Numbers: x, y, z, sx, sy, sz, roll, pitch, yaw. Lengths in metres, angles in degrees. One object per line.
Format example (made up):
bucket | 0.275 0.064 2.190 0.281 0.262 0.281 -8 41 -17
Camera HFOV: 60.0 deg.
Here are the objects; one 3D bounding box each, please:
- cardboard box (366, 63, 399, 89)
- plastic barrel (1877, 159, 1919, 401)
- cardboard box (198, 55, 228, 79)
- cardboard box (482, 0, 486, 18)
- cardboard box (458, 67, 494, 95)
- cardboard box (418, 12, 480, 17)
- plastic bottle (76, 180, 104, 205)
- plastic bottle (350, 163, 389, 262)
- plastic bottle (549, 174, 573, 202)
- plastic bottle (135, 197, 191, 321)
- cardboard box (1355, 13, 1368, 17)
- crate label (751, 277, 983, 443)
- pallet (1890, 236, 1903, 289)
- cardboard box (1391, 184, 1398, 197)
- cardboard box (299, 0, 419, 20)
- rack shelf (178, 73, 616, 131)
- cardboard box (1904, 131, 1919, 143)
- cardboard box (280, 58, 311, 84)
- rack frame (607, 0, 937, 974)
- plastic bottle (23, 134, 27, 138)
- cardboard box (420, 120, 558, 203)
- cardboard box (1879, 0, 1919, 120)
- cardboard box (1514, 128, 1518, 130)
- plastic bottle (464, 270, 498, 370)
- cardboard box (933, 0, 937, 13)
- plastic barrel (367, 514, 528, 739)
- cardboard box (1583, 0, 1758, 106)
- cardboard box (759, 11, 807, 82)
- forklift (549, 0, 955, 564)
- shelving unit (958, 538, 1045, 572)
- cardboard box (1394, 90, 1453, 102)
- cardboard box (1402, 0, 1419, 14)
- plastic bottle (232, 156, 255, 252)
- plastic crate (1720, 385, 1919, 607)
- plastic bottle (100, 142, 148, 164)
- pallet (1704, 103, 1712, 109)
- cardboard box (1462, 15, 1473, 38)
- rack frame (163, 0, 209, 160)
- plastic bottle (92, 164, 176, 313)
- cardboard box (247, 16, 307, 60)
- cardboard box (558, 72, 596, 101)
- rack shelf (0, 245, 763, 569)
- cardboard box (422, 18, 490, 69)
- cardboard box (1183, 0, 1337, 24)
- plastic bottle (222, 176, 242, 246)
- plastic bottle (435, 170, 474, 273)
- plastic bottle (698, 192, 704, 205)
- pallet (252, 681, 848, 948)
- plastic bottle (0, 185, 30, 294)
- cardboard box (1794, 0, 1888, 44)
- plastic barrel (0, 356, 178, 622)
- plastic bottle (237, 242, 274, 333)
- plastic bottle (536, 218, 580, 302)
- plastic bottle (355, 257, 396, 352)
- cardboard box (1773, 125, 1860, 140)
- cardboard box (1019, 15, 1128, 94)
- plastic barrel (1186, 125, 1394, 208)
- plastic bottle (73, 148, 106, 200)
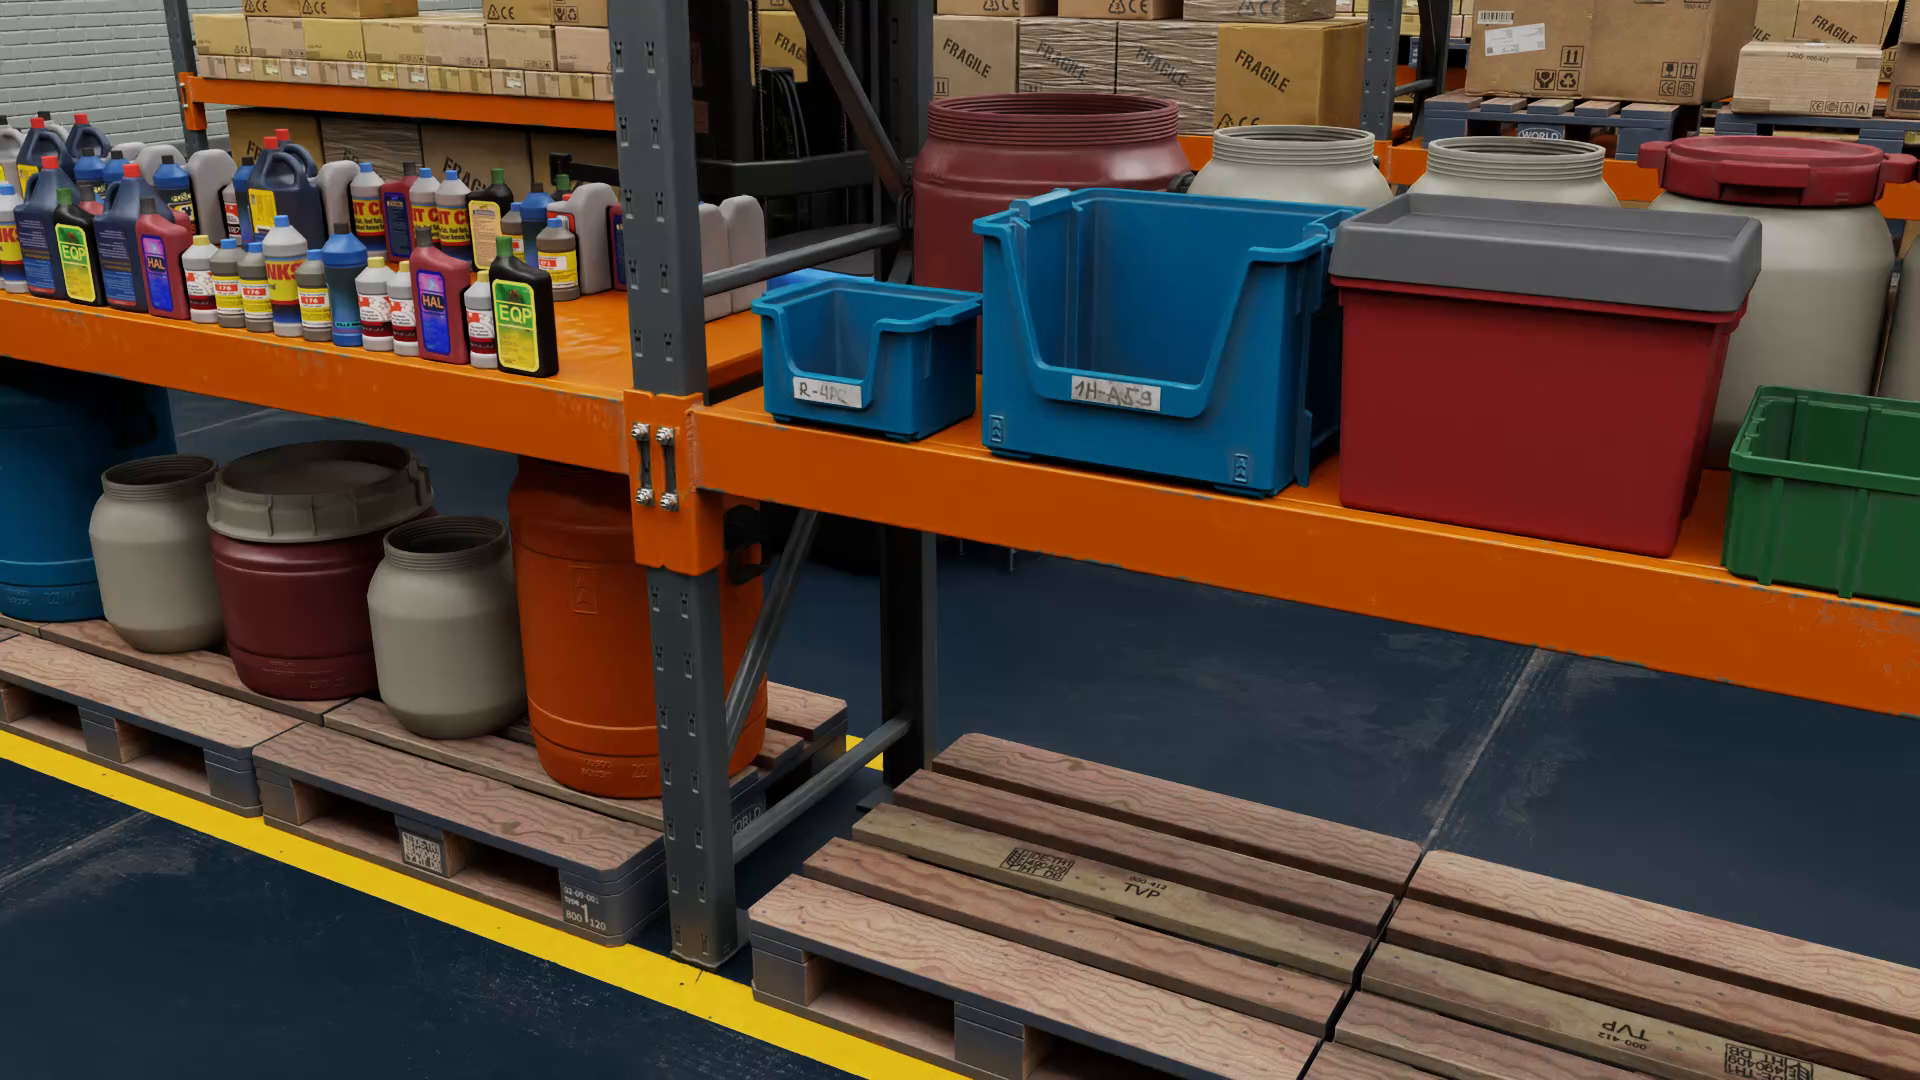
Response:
cardboard box | -3.431 -2.878 10.268 0.250 0.149 0.380 10 22 26
plastic barrel | 1.768 -0.349 2.728 0.433 0.535 0.433 0 20 0
cardboard box | -4.775 -3.133 10.972 0.250 0.149 0.380 11 23 28
cardboard box | -2.608 -3.490 10.272 0.500 0.500 0.500 10 22 26
cardboard box | -2.756 -2.749 9.914 0.250 0.149 0.380 11 23 28
cardboard box | -3.484 -3.307 10.867 0.500 0.250 0.500 10 22 25
plastic bottle | -2.290 -0.808 4.384 0.097 0.271 0.097 0 20 0
plastic bottle | -1.671 -0.931 4.721 0.097 0.271 0.097 0 20 0
plastic bottle | -1.074 -0.830 4.425 0.133 0.283 0.061 11 23 27
plastic bottle | -1.914 -0.679 4.010 0.133 0.283 0.061 11 23 27
cardboard box | 3.020 -3.734 12.012 0.250 0.149 0.380 10 22 25
crate label | -0.170 -0.343 3.158 0.416 0.233 0.303 11 23 27
pallet | 6.280 -1.870 11.211 1.213 0.211 1.003 11 23 27
cardboard box | 3.414 -2.679 12.402 0.500 0.500 0.500 12 23 29
cardboard box | -3.745 -3.503 10.306 0.500 0.500 0.500 10 22 26
rack shelf | -3.178 -2.738 10.569 4.000 0.370 1.077 11 23 27
cardboard box | 8.689 -3.645 15.253 0.625 0.372 0.950 12 23 29
cardboard box | -4.098 -3.005 10.620 0.250 0.149 0.380 10 22 26
rack frame | -0.355 -0.604 3.630 0.127 3.000 1.000 11 23 27
plastic bottle | -3.027 -1.180 5.402 0.135 0.276 0.152 11 23 27
cardboard box | -2.755 -2.225 10.601 0.875 0.875 0.875 11 23 27
cardboard box | 3.994 -1.920 6.491 0.637 0.503 0.797 13 24 33
cardboard box | 3.843 -2.948 12.045 0.500 0.250 0.500 10 22 26
plastic bottle | -1.008 -0.475 3.567 0.097 0.201 0.097 0 20 0
cardboard box | -0.277 -3.041 8.731 0.637 0.503 0.797 11 23 28
plastic barrel | -1.327 0.225 4.379 0.421 0.512 0.421 0 20 0
cardboard box | 3.087 -2.182 7.218 0.500 0.500 0.700 15 25 35
cardboard box | -0.713 -2.556 8.866 0.500 0.500 0.500 11 23 27
forklift | -1.058 -1.695 6.739 3.031 2.935 1.130 17 26 39
shelving unit | 0.154 -0.430 6.011 0.252 1.050 0.215 17 26 39
cardboard box | 4.774 -4.665 17.326 0.875 0.875 0.875 12 23 29
cardboard box | 3.231 -3.832 11.847 0.250 0.149 0.380 11 23 27
plastic bottle | -2.065 -0.982 4.862 0.097 0.271 0.097 0 20 0
plastic crate | 1.479 -0.044 2.399 0.662 0.188 0.450 11 23 27
plastic bottle | -2.586 -1.097 5.171 0.135 0.276 0.152 11 23 27
pallet | 8.677 -5.331 20.752 1.213 0.211 1.003 11 23 27
cardboard box | 3.697 -3.604 11.655 0.250 0.149 0.380 11 23 27
rack frame | -4.924 -3.409 11.363 0.127 3.000 1.000 11 23 27
plastic bottle | -2.033 -0.750 4.105 0.185 0.351 0.144 11 23 27
cardboard box | -4.179 -3.233 10.663 0.500 0.250 0.500 10 22 27
cardboard box | -2.083 -2.621 9.561 0.250 0.149 0.380 11 23 28
rack shelf | -2.101 -0.598 4.670 4.000 0.370 1.077 11 23 27
cardboard box | -2.844 -2.978 9.960 0.500 0.250 0.500 11 23 28
cardboard box | 1.430 -2.723 7.856 0.637 0.503 0.797 12 23 29
plastic bottle | -2.152 -0.989 4.985 0.097 0.201 0.097 0 20 0
plastic bottle | -1.385 -0.876 4.571 0.097 0.271 0.097 0 20 0
plastic bottle | -0.663 -0.739 4.192 0.097 0.271 0.097 0 20 0
pallet | -1.064 0.589 4.433 1.213 0.211 1.003 11 23 27
plastic bottle | -2.445 -0.782 4.310 0.097 0.271 0.097 0 20 0
cardboard box | 5.713 -3.262 10.813 0.500 0.500 0.500 11 23 27
plastic barrel | -2.762 -0.267 5.162 0.708 0.901 0.600 11 23 27
plastic bottle | -1.635 -0.594 3.896 0.097 0.201 0.097 0 20 0
plastic bottle | -1.024 -0.715 4.229 0.097 0.201 0.097 0 20 0
plastic bottle | -1.295 -0.530 3.718 0.097 0.201 0.097 0 20 0
cardboard box | 5.820 -2.405 11.280 0.750 0.750 1.050 11 23 28
cardboard box | 0.621 -2.303 8.170 0.500 0.500 0.500 10 22 26
plastic barrel | 0.647 -0.549 3.315 0.421 0.512 0.421 0 20 0
plastic bottle | -2.631 -1.054 5.061 0.097 0.271 0.097 0 20 0
